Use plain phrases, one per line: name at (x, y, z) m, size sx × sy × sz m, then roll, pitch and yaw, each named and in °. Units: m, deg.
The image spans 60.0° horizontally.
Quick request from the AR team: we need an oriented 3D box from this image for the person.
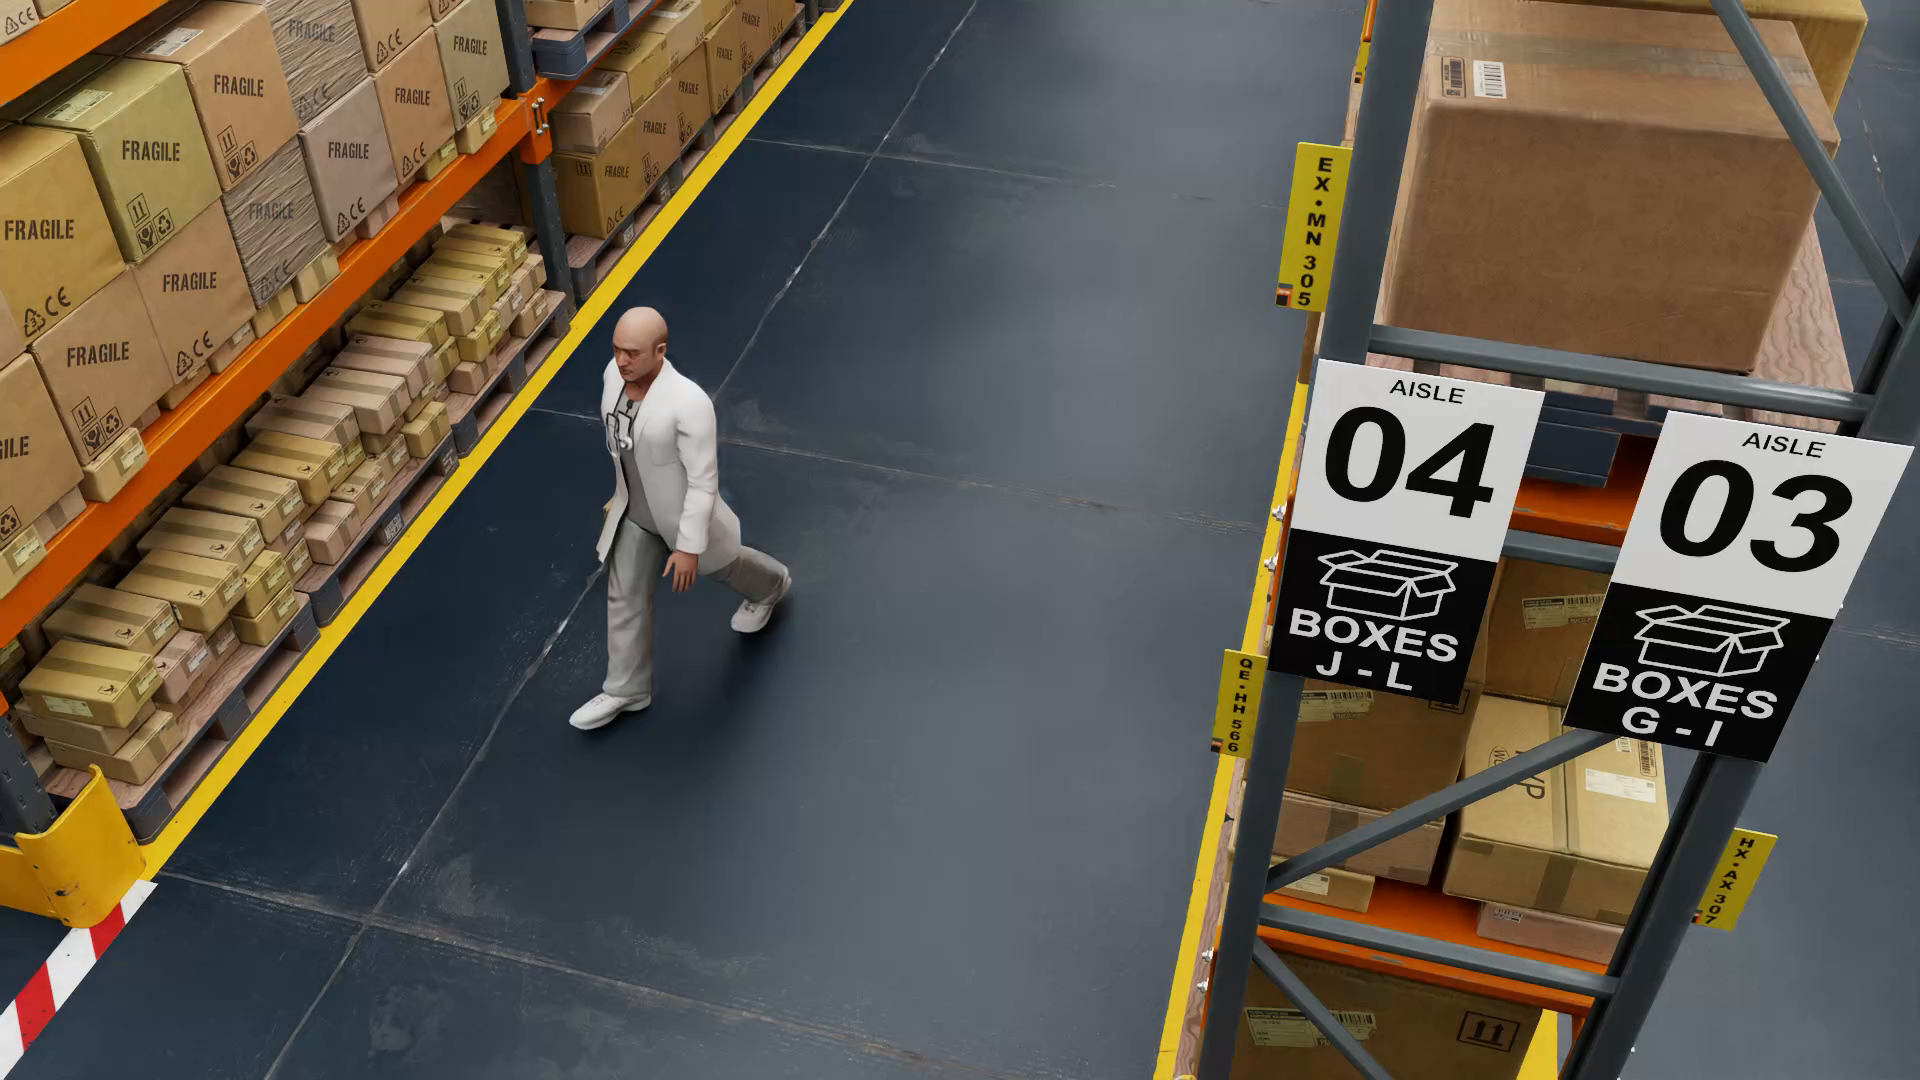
person at (-1.111, -0.128, 6.332) m, size 0.617 × 1.737 × 1.147 m, roll 23°, pitch 46°, yaw 25°
